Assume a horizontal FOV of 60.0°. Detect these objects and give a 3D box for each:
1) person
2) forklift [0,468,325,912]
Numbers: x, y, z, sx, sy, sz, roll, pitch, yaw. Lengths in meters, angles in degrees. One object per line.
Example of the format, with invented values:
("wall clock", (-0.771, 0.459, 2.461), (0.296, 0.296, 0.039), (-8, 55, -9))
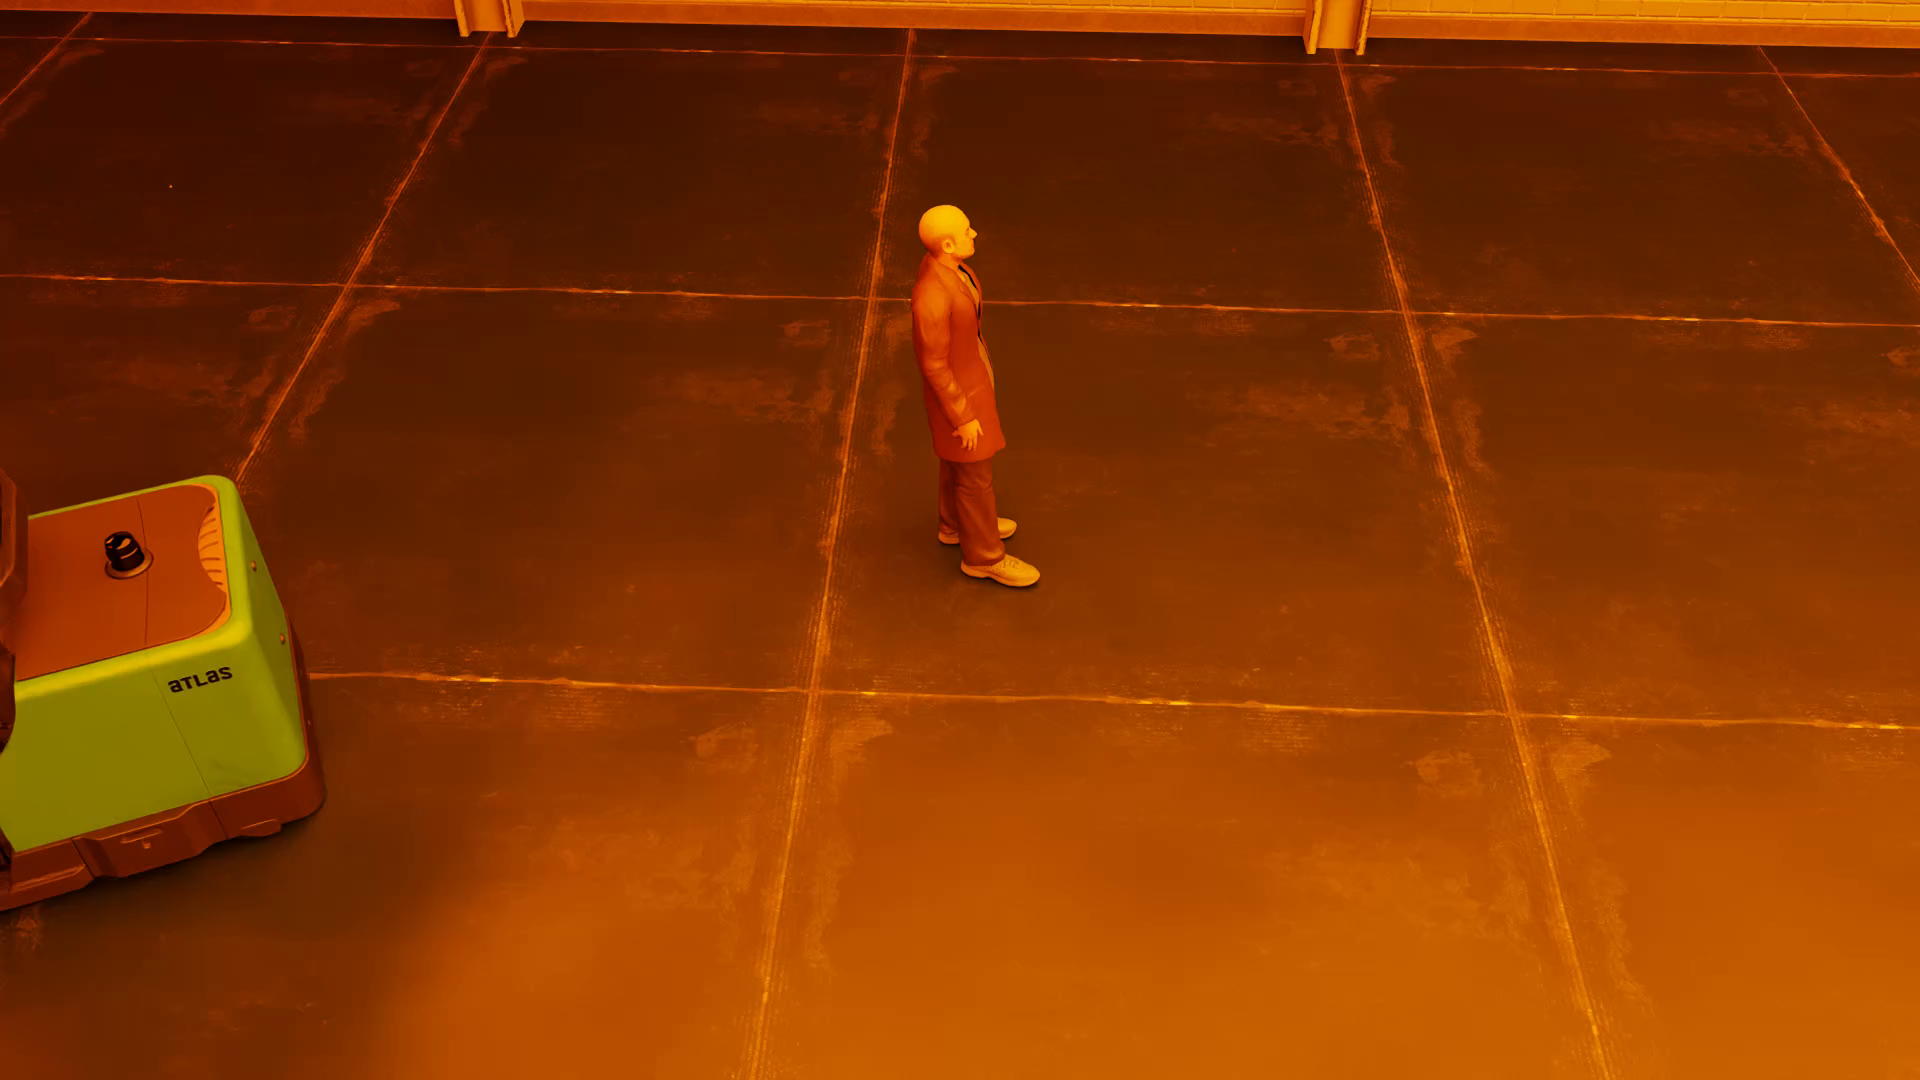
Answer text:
("person", (0.092, -0.657, 7.306), (0.579, 1.778, 0.698), (2, 42, 2))
("forklift", (-4.121, 0.105, 5.628), (3.031, 2.935, 1.130), (-15, 45, -16))
